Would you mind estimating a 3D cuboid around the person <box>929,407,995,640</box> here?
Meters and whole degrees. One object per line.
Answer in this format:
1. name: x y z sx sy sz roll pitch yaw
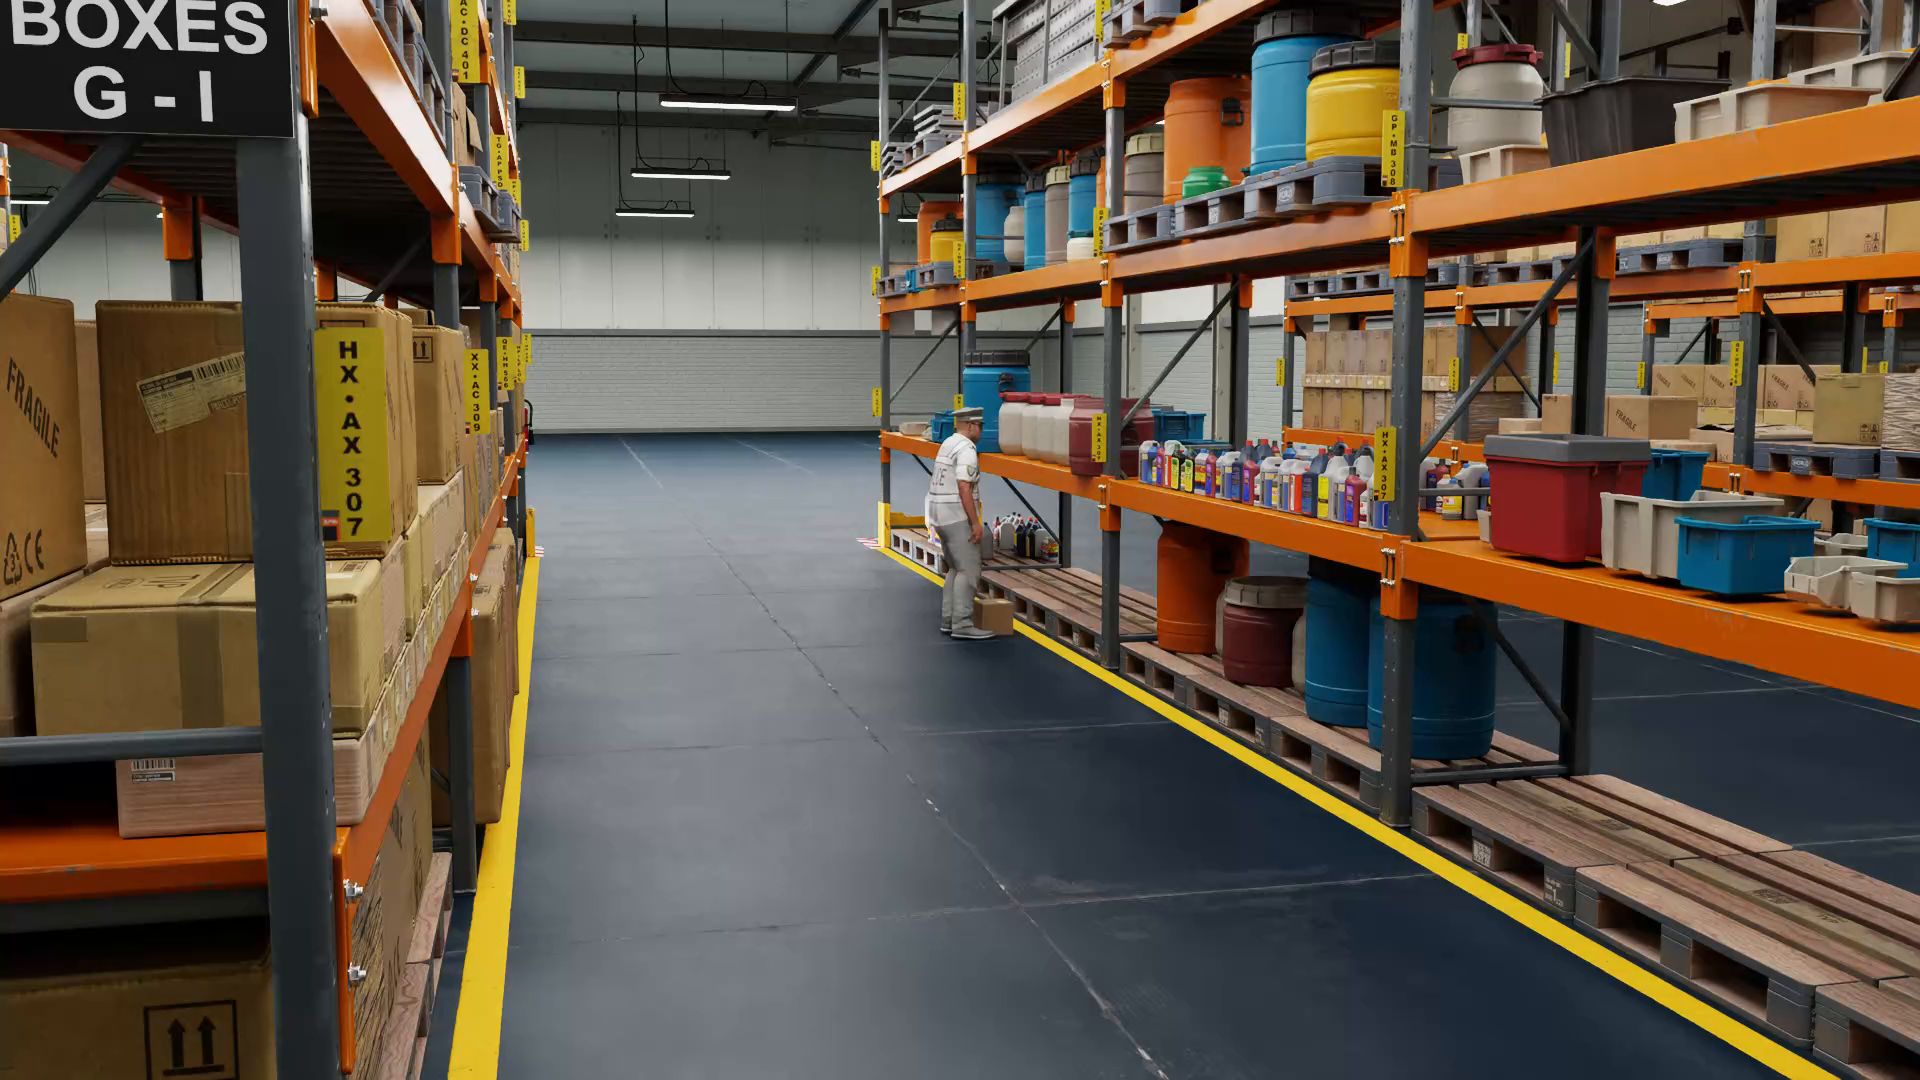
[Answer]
1. person: -0.006 -0.140 12.724 0.430 1.749 0.599 -2 6 -16
